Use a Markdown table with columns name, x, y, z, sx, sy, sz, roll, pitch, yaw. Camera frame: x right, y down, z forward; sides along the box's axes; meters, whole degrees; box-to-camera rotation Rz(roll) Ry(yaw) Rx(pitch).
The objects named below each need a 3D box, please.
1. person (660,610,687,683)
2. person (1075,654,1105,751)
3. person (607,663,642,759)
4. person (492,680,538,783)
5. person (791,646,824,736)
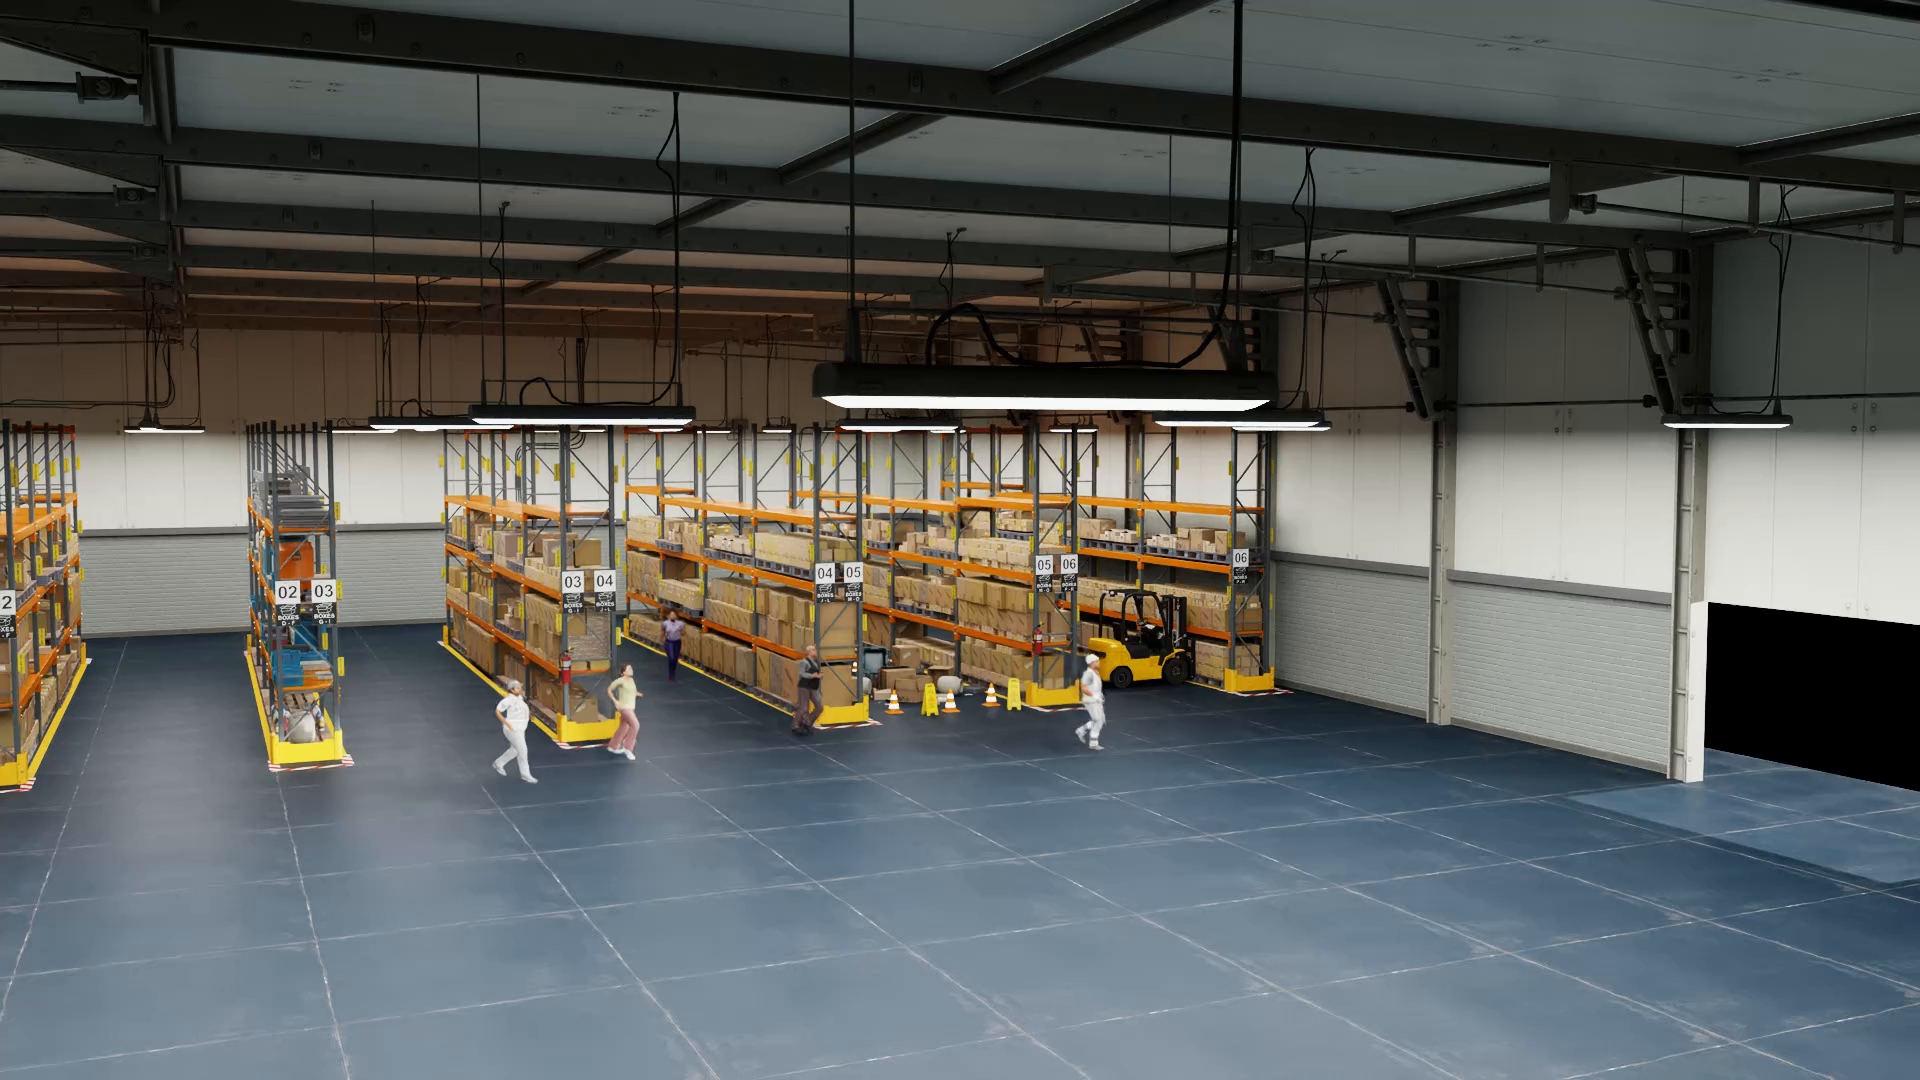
| name | x | y | z | sx | sy | sz | roll | pitch | yaw |
| --- | --- | --- | --- | --- | --- | --- | --- | --- | --- |
| person | -6.682 | 2.494 | 38.845 | 0.574 | 1.719 | 0.754 | -2 | 4 | -23 |
| person | 2.359 | 2.952 | 30.310 | 0.596 | 1.751 | 0.666 | 1 | 4 | 20 |
| person | -5.963 | 3.039 | 29.637 | 0.685 | 1.709 | 0.550 | 1 | 4 | 18 |
| person | -7.403 | 3.167 | 27.590 | 0.852 | 1.685 | 0.606 | 1 | 4 | 10 |
| person | -2.855 | 2.893 | 31.872 | 0.703 | 1.741 | 0.660 | 2 | 4 | 34 |
